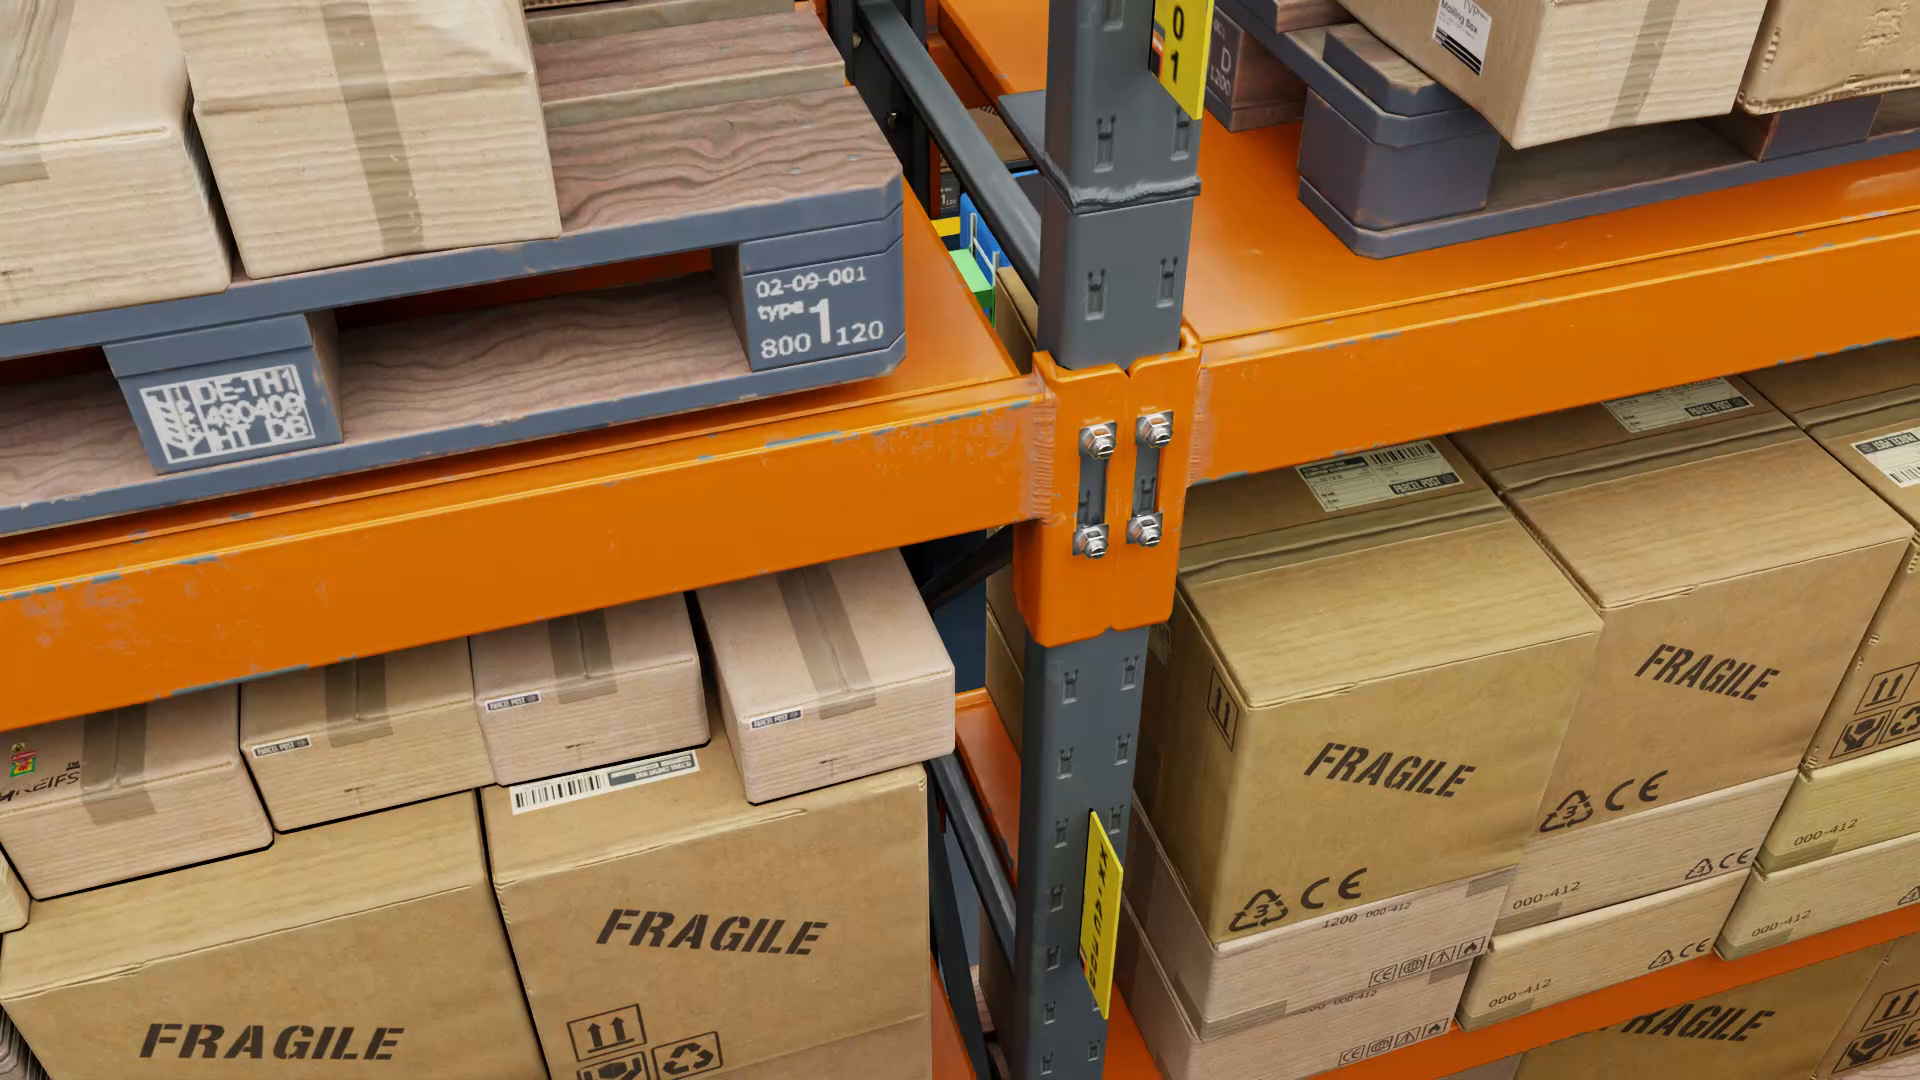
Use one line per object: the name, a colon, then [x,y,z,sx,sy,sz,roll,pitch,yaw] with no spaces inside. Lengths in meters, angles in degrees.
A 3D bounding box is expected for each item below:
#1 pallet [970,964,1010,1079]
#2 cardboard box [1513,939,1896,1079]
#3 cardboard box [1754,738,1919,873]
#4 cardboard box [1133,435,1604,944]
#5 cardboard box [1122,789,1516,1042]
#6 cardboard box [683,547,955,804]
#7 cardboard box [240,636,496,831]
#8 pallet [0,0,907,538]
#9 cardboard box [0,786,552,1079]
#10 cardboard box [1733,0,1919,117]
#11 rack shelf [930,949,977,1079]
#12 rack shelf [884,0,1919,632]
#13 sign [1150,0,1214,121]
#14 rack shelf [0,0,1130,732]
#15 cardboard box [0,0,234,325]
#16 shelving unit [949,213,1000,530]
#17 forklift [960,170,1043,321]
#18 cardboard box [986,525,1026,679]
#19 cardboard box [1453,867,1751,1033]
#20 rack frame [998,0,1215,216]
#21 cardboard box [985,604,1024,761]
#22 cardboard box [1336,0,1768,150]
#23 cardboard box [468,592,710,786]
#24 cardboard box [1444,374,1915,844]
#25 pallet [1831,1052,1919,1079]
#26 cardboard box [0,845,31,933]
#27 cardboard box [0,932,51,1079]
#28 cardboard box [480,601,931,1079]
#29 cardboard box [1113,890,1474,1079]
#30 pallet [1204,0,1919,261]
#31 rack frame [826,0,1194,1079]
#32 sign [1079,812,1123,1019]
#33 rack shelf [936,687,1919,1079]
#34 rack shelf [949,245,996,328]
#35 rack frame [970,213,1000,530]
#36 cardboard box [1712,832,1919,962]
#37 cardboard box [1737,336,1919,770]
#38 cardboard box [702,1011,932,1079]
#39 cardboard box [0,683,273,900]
pallet: [0.728,1.355,4.038,1.213,0.211,1.003,-12,42,-13]
cardboard box: [1.442,0.791,3.861,0.875,0.875,0.875,-11,42,-12]
cardboard box: [1.498,0.259,2.907,0.500,0.250,0.500,-11,42,-13]
cardboard box: [0.521,0.184,2.423,0.500,0.500,0.500,-11,42,-13]
cardboard box: [0.520,0.463,2.674,0.500,0.250,0.500,-13,43,-14]
cardboard box: [-0.183,0.107,2.019,0.250,0.149,0.380,-13,43,-14]
cardboard box: [-0.708,0.134,1.988,0.250,0.149,0.380,-12,42,-13]
pallet: [-0.768,-0.436,1.757,1.213,0.211,1.003,-12,42,-13]
cardboard box: [-0.838,0.452,2.116,0.500,0.500,0.500,-12,43,-14]
cardboard box: [0.943,-0.813,1.725,0.500,0.500,0.500,-12,43,-14]
rack shelf: [-1.892,1.171,2.676,4.000,0.370,1.077,-12,42,-13]
rack shelf: [1.923,-0.749,2.594,4.000,0.370,1.077,-12,42,-13]
sign: [0.183,-0.501,1.311,0.005,0.325,0.100,-12,42,-13]
rack shelf: [-1.892,0.042,1.690,4.000,0.370,1.077,-12,42,-13]
cardboard box: [-0.750,-0.347,1.383,0.250,0.149,0.380,-11,42,-12]
shelving unit: [-0.158,-0.419,5.318,0.503,1.200,0.258,-12,42,-13]
forklift: [1.562,-1.490,5.227,3.031,2.935,1.130,-13,43,-14]
cardboard box: [0.363,0.133,3.051,0.500,0.250,0.500,-12,42,-13]
cardboard box: [1.007,0.537,2.970,0.500,0.250,0.500,-13,43,-14]
rack frame: [0.015,-1.754,0.918,0.127,3.000,1.000,-12,42,-13]
cardboard box: [0.367,0.315,3.224,0.500,0.250,0.500,-13,43,-14]
cardboard box: [0.598,-0.611,1.673,0.258,0.266,0.396,-12,43,-13]
cardboard box: [-0.467,0.091,2.037,0.250,0.149,0.380,-11,42,-12]
cardboard box: [0.998,0.066,2.558,0.500,0.500,0.500,-12,43,-13]
pallet: [1.894,1.112,4.317,1.213,0.211,1.003,-12,42,-13]
cardboard box: [-1.172,0.268,1.835,0.250,0.149,0.380,-12,43,-13]
cardboard box: [-1.321,0.559,1.994,0.500,0.500,0.500,-11,42,-12]
cardboard box: [-0.352,0.357,2.225,0.500,0.500,0.500,-12,43,-13]
cardboard box: [0.514,0.640,2.851,0.500,0.250,0.500,-13,43,-14]
pallet: [0.875,-0.765,2.211,1.217,0.209,0.805,-13,43,-15]
rack frame: [0.015,0.505,2.892,0.127,3.000,1.000,-12,42,-13]
sign: [0.183,0.497,2.183,0.005,0.325,0.100,-12,42,-13]
rack shelf: [1.923,0.381,3.581,4.000,0.370,1.077,-12,42,-13]
rack shelf: [-0.158,-0.732,5.044,0.480,0.148,0.258,-12,42,-13]
rack frame: [0.075,-0.467,5.373,0.015,1.200,0.240,-12,42,-13]
cardboard box: [1.501,0.446,3.074,0.500,0.250,0.500,-12,43,-13]
cardboard box: [1.477,-0.031,2.670,0.500,0.500,0.500,-13,43,-14]
cardboard box: [-0.350,0.719,2.571,0.500,0.500,0.500,-11,42,-13]
cardboard box: [-0.944,0.196,1.917,0.250,0.149,0.380,-12,43,-13]
